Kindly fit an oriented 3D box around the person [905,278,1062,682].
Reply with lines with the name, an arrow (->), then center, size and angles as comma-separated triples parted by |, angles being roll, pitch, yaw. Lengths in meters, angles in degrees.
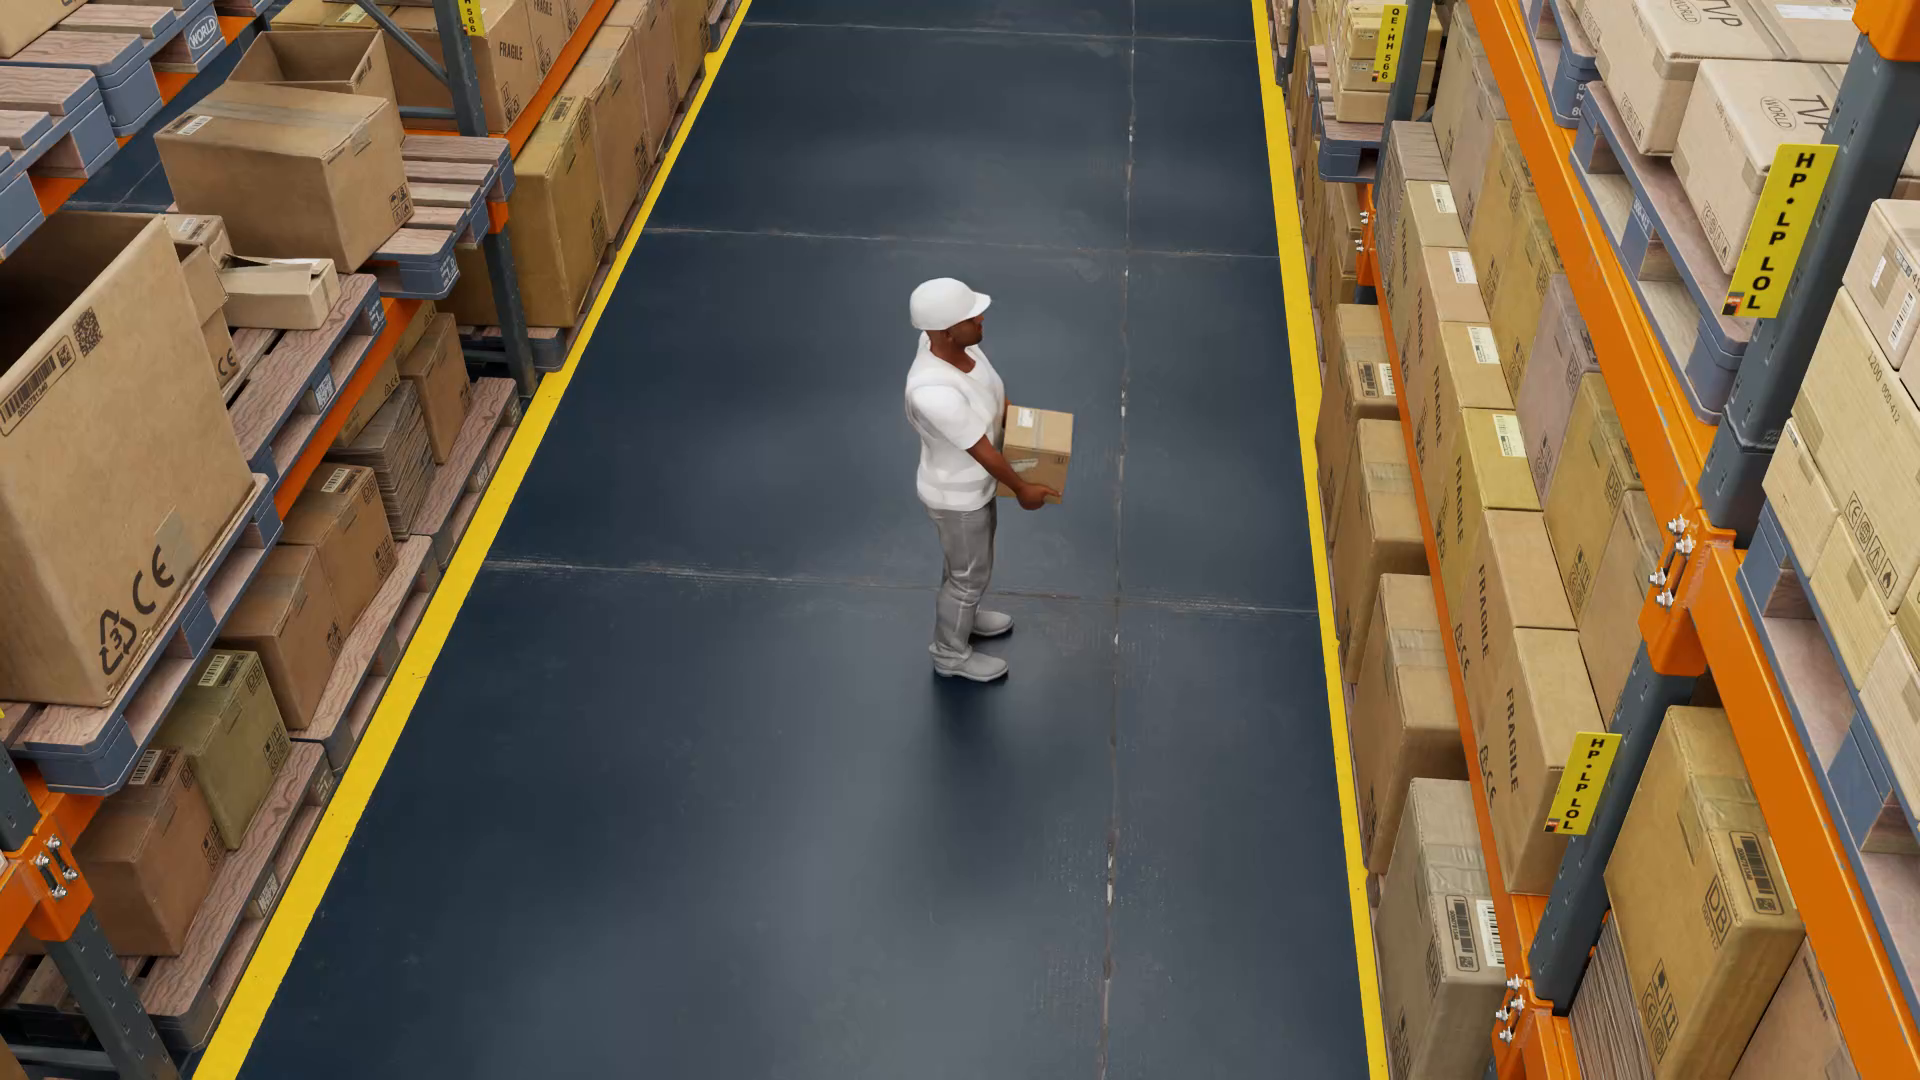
person -> 0.103, -0.224, 6.411 | 0.587, 1.761, 0.502 | 3, 40, 4
